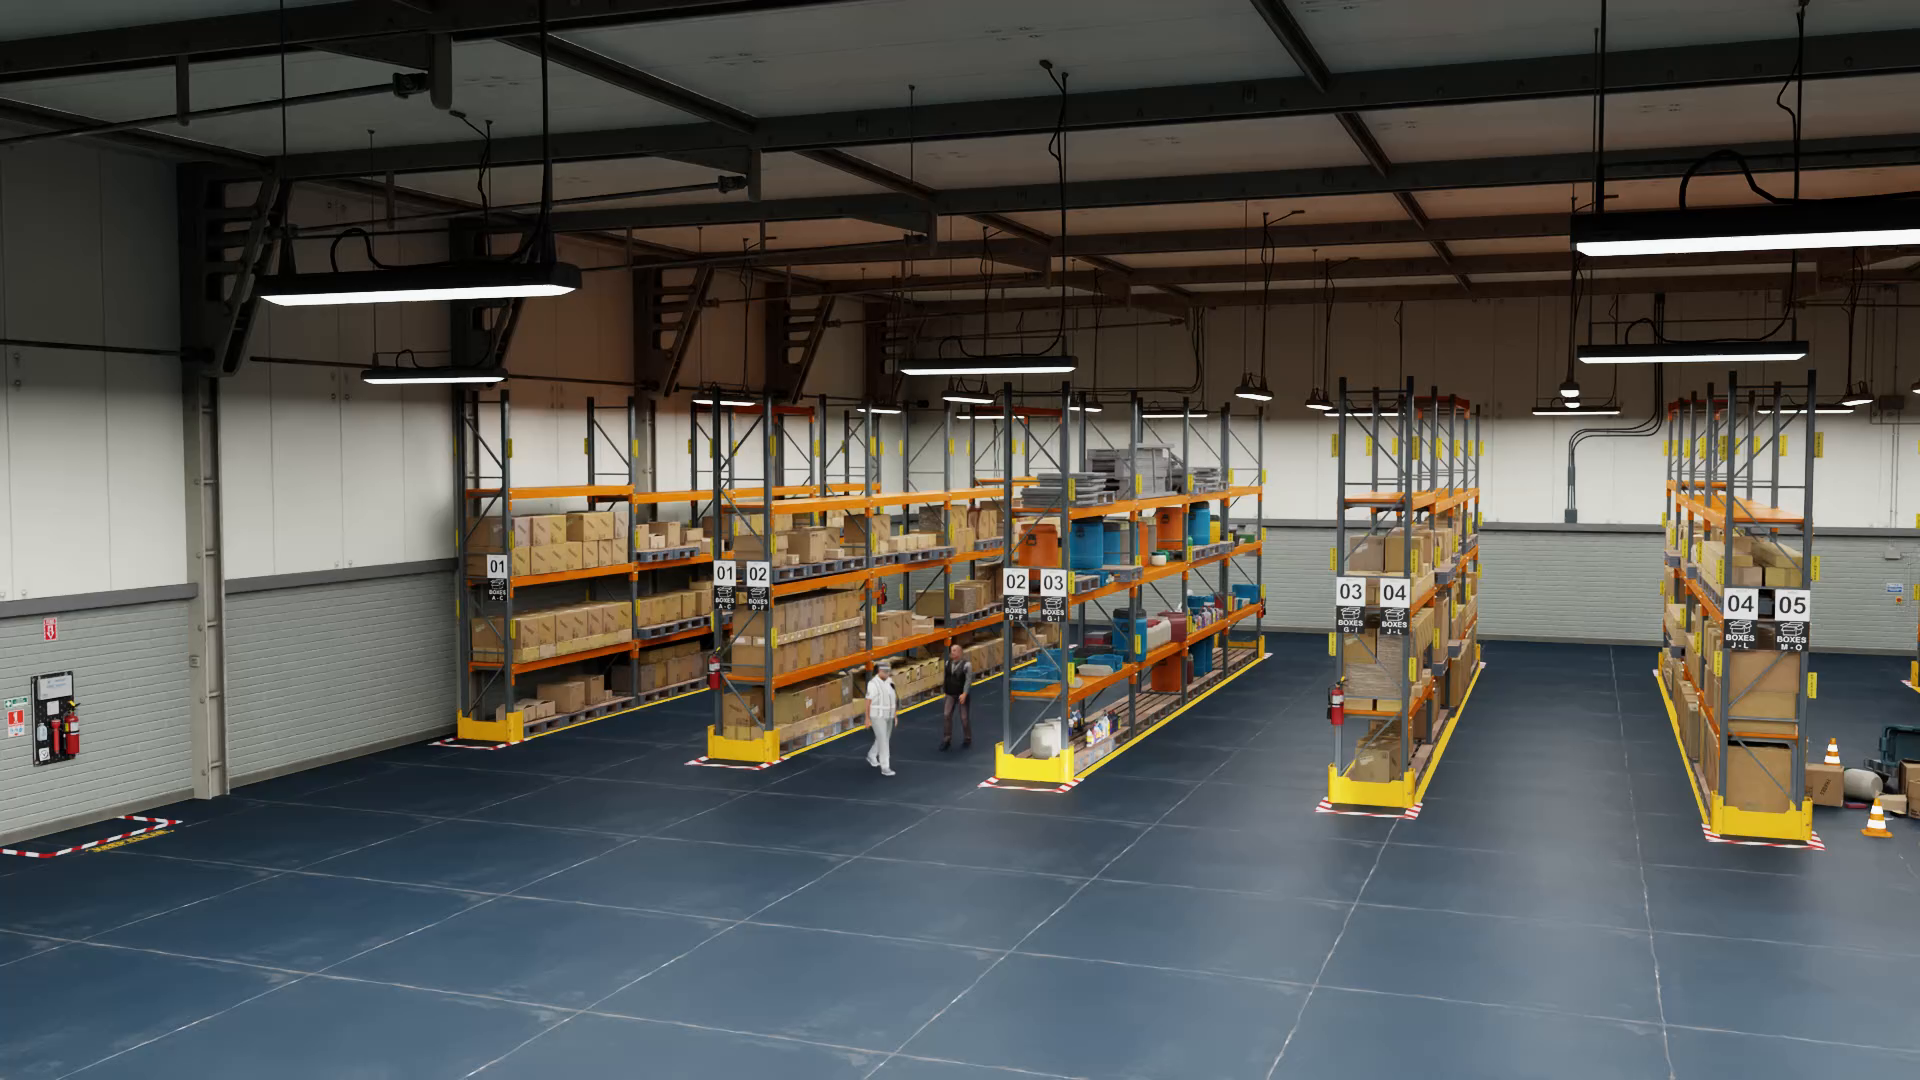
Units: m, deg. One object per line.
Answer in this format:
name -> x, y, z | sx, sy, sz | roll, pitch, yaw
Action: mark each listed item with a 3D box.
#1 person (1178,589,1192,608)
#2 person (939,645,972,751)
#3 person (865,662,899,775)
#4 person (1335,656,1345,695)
person -> 5.239, 2.016, 38.228 | 0.616, 1.766, 0.465 | -1, 3, -21
person -> -0.066, 2.657, 27.783 | 0.560, 1.630, 0.837 | 1, 3, 25
person -> -1.221, 2.725, 25.750 | 0.899, 1.707, 0.548 | 2, 4, 38
person -> 7.871, 2.313, 33.609 | 0.593, 1.684, 0.735 | 0, 3, 7
